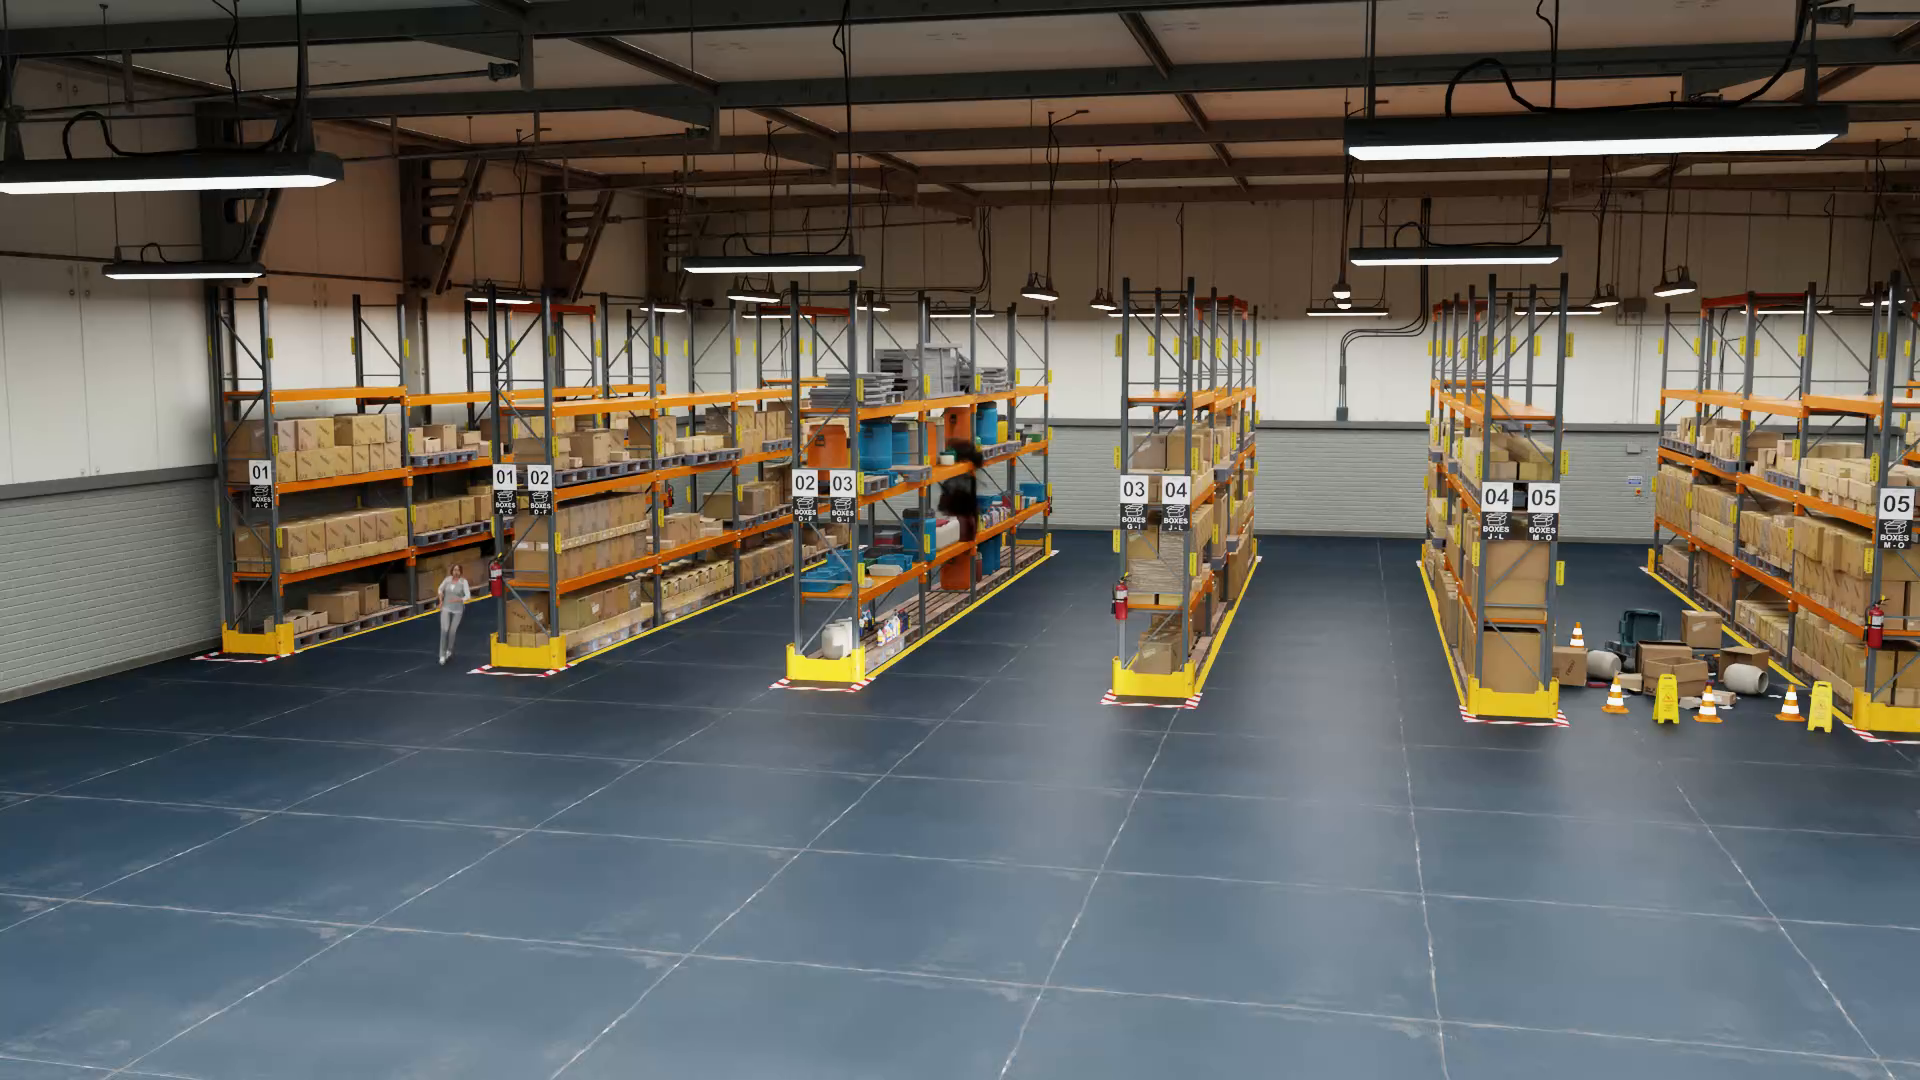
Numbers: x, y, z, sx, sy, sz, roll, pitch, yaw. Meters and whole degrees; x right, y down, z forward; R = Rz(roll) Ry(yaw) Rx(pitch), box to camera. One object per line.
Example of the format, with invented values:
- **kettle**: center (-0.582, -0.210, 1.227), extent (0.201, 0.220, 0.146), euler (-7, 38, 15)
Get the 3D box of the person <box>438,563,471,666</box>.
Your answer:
- **person**: center (-8.096, 1.171, 26.633), extent (0.517, 1.618, 0.656), euler (-2, 7, -15)
